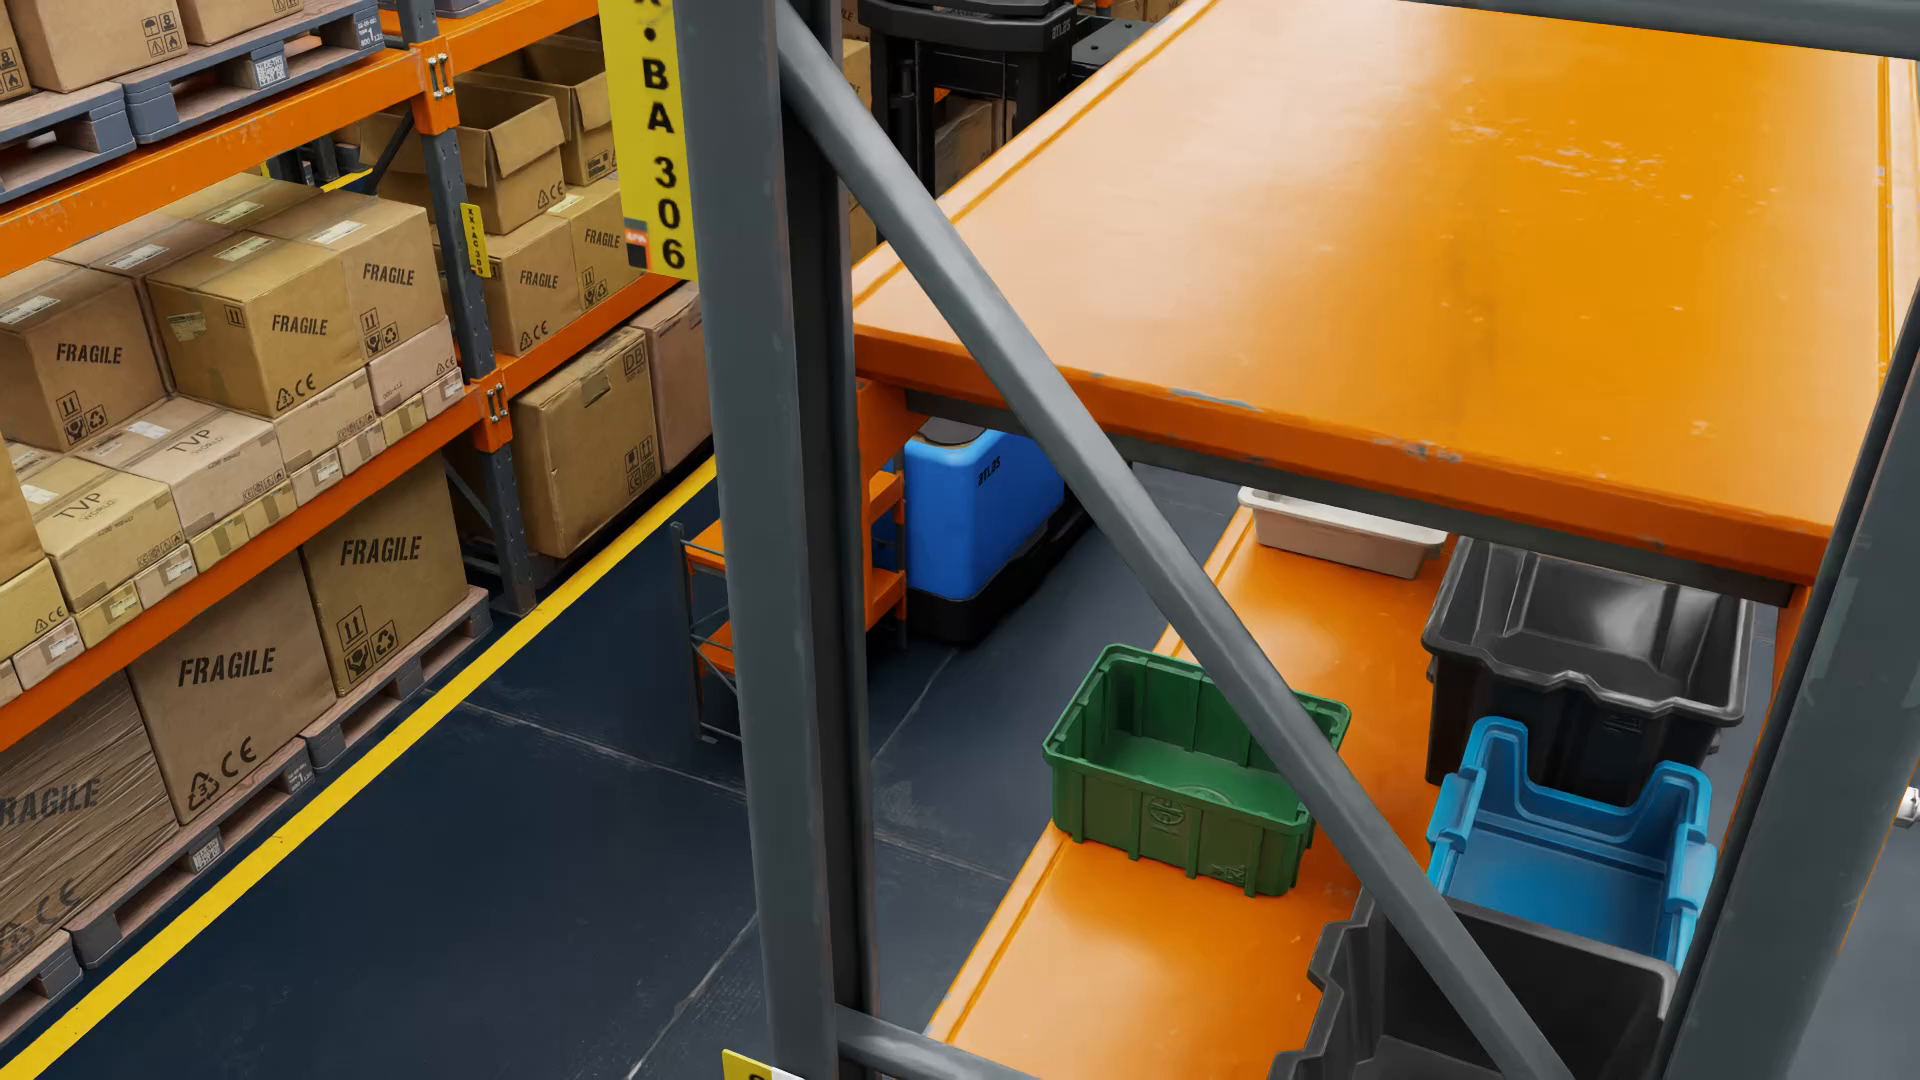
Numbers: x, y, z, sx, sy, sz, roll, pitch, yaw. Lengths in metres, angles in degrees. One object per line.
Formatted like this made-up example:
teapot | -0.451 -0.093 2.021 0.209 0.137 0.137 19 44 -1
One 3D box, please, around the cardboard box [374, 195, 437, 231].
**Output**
cardboard box | -2.625 -1.347 7.977 0.500 0.500 0.500 14 36 21

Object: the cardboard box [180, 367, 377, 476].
cardboard box | -2.734 -0.533 6.693 0.500 0.250 0.500 15 36 22

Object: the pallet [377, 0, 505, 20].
pallet | -2.234 -2.652 7.498 0.805 0.209 1.217 13 35 19

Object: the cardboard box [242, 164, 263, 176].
cardboard box | -5.400 -2.932 12.383 0.500 0.500 0.500 14 36 20

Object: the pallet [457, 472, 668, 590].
pallet | -2.319 -0.245 8.931 1.003 0.211 1.213 14 36 20

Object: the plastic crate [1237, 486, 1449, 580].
plastic crate | 0.891 -0.111 3.689 0.437 0.136 0.530 14 36 20

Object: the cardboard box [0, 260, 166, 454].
cardboard box | -3.432 -0.701 6.266 0.500 0.500 0.500 13 35 19

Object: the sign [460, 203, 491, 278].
sign | -2.068 -1.278 7.102 0.100 0.325 0.005 14 36 20

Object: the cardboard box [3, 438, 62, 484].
cardboard box | -3.645 -0.148 6.105 0.500 0.250 0.500 14 36 21

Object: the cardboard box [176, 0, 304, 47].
cardboard box | -2.846 -2.120 5.946 0.700 0.500 0.500 12 35 18

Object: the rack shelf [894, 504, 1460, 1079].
rack shelf | 1.089 0.169 3.677 1.077 0.370 4.000 14 36 20

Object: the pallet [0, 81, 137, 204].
pallet | -3.437 -1.216 5.215 1.003 0.211 1.213 14 36 20

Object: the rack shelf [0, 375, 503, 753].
rack shelf | -3.410 0.287 6.232 1.077 0.370 4.000 14 36 20

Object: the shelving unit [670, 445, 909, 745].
shelving unit | -0.716 0.222 7.385 0.538 1.125 1.048 17 37 24

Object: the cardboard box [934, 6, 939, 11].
cardboard box | -0.567 -3.798 11.333 0.700 0.500 0.500 20 38 27

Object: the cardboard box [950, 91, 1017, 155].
cardboard box | 0.047 -3.320 12.956 0.700 0.500 0.500 11 35 16

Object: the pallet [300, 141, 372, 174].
pallet | -4.964 -3.399 13.741 1.003 0.211 1.213 14 36 20

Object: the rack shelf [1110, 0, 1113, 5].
rack shelf | 1.611 -5.689 15.347 1.077 0.370 4.000 14 36 20

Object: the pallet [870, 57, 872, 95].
pallet | -0.698 -3.301 11.223 1.213 0.211 1.003 14 36 20

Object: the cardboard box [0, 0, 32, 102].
cardboard box | -3.423 -1.625 5.192 0.700 0.500 0.500 16 36 23

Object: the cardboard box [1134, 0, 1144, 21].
cardboard box | 1.399 -4.928 15.427 0.500 0.500 0.500 11 35 16

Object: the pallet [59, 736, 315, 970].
pallet | -3.471 1.127 6.839 1.003 0.211 1.213 14 36 20

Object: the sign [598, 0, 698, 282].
sign | -0.254 -0.373 1.407 0.100 0.325 0.005 14 36 20

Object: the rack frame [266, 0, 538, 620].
rack frame | -2.573 -1.010 7.554 1.000 3.000 0.127 14 36 20

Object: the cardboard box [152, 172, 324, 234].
cardboard box | -3.006 -1.205 7.034 0.500 0.500 0.500 14 36 20

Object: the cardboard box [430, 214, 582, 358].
cardboard box | -2.154 -1.223 7.789 0.500 0.500 0.500 14 36 21

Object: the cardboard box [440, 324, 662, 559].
cardboard box | -2.324 -0.620 8.515 1.225 0.875 0.875 14 36 21

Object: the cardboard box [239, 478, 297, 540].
cardboard box | -2.833 -0.165 6.495 0.380 0.149 0.250 15 36 21

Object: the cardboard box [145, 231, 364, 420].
cardboard box | -2.736 -0.846 6.486 0.500 0.500 0.500 15 36 21

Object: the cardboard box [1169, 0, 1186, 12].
cardboard box | 1.952 -5.504 16.305 0.500 0.500 0.500 25 41 32

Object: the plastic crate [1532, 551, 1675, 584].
plastic crate | 1.460 -0.119 3.568 0.437 0.282 0.530 14 36 20

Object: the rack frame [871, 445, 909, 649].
rack frame | -0.472 -0.023 7.759 0.500 1.125 0.032 17 37 24

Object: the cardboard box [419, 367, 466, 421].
cardboard box | -2.403 -0.678 7.277 0.380 0.149 0.250 14 36 21

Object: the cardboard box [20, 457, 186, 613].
cardboard box | -3.162 -0.027 5.921 0.500 0.250 0.500 13 36 20

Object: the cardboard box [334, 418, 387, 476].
cardboard box | -2.618 -0.421 6.886 0.380 0.149 0.250 14 36 20

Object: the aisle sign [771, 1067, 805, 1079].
aisle sign | -0.044 1.000 2.118 0.394 0.787 0.004 14 36 20

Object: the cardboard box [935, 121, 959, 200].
cardboard box | -0.417 -2.758 12.099 0.700 0.500 0.500 11 35 17

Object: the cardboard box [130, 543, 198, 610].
cardboard box | -3.048 0.089 6.108 0.380 0.149 0.250 15 36 21

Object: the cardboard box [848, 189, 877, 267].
cardboard box | -1.207 -1.950 10.543 1.225 0.875 0.875 13 35 18

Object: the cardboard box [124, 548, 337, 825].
cardboard box | -3.298 0.462 6.865 0.875 0.875 0.875 14 36 20

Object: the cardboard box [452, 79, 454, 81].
cardboard box | -4.663 -4.144 14.002 1.050 0.750 0.750 15 36 21

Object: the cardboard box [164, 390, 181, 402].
cardboard box | -3.220 -0.651 6.872 0.500 0.250 0.500 14 36 20

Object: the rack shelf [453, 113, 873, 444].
rack shelf | -1.736 -1.705 9.270 1.077 0.370 4.000 14 36 20

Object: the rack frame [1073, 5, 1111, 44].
rack frame | 0.774 -4.994 13.631 1.000 3.000 0.127 14 36 20

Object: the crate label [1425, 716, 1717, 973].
crate label | 0.932 0.541 2.589 0.408 0.251 0.502 14 36 20

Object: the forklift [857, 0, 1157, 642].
forklift | 0.298 -1.526 8.405 1.130 2.935 3.031 17 37 23

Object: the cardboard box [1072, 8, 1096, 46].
cardboard box | 0.978 -4.314 14.491 0.500 0.500 0.500 13 35 19

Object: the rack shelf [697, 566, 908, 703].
rack shelf | -0.716 0.427 7.519 0.538 0.278 1.000 17 37 24

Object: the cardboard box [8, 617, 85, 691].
cardboard box | -3.263 0.346 5.716 0.380 0.149 0.250 14 36 20

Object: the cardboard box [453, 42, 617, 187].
cardboard box | -2.016 -2.130 8.257 0.797 0.503 0.637 15 36 21

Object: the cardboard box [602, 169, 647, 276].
cardboard box | -1.734 -1.723 8.551 0.500 0.500 0.500 13 36 19
